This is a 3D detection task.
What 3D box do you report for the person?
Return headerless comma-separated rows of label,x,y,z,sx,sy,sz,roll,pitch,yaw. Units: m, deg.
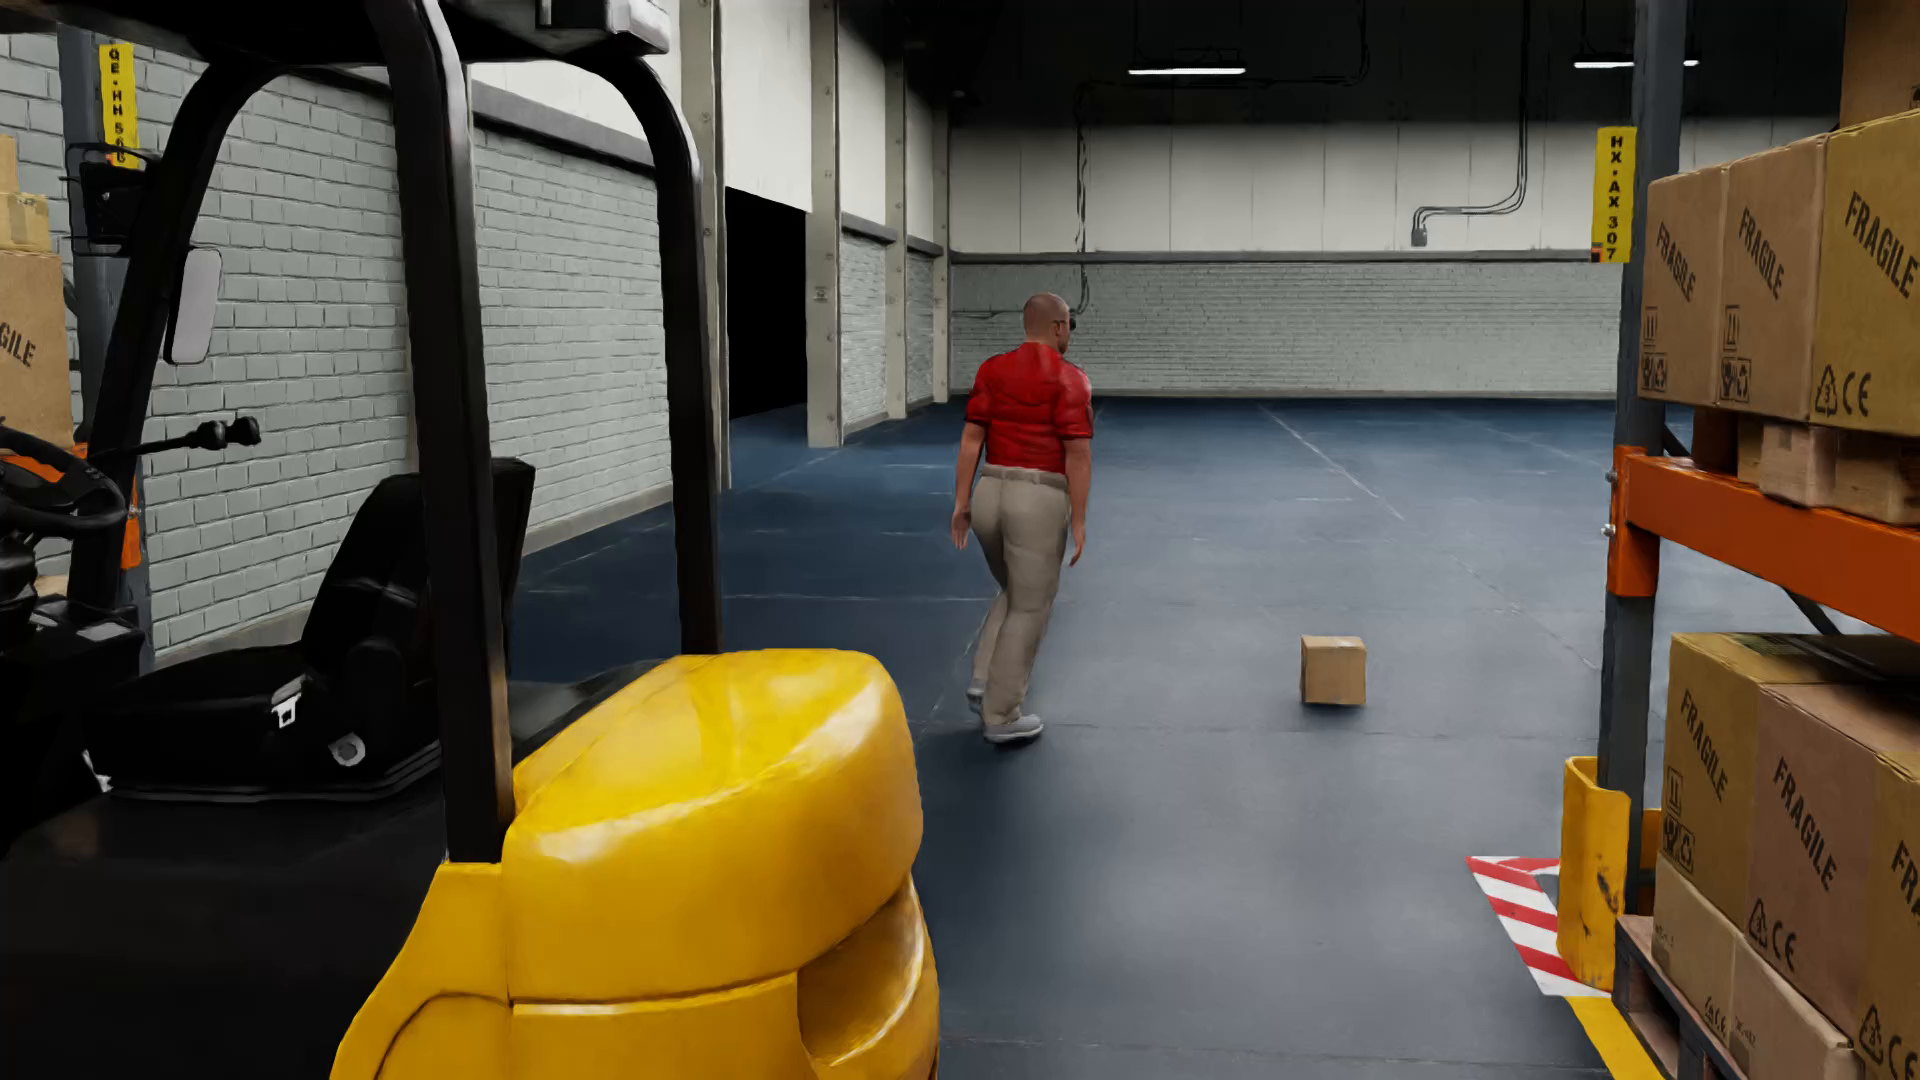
person,0.256,-0.093,6.434,0.570,1.713,0.518,6,10,40
